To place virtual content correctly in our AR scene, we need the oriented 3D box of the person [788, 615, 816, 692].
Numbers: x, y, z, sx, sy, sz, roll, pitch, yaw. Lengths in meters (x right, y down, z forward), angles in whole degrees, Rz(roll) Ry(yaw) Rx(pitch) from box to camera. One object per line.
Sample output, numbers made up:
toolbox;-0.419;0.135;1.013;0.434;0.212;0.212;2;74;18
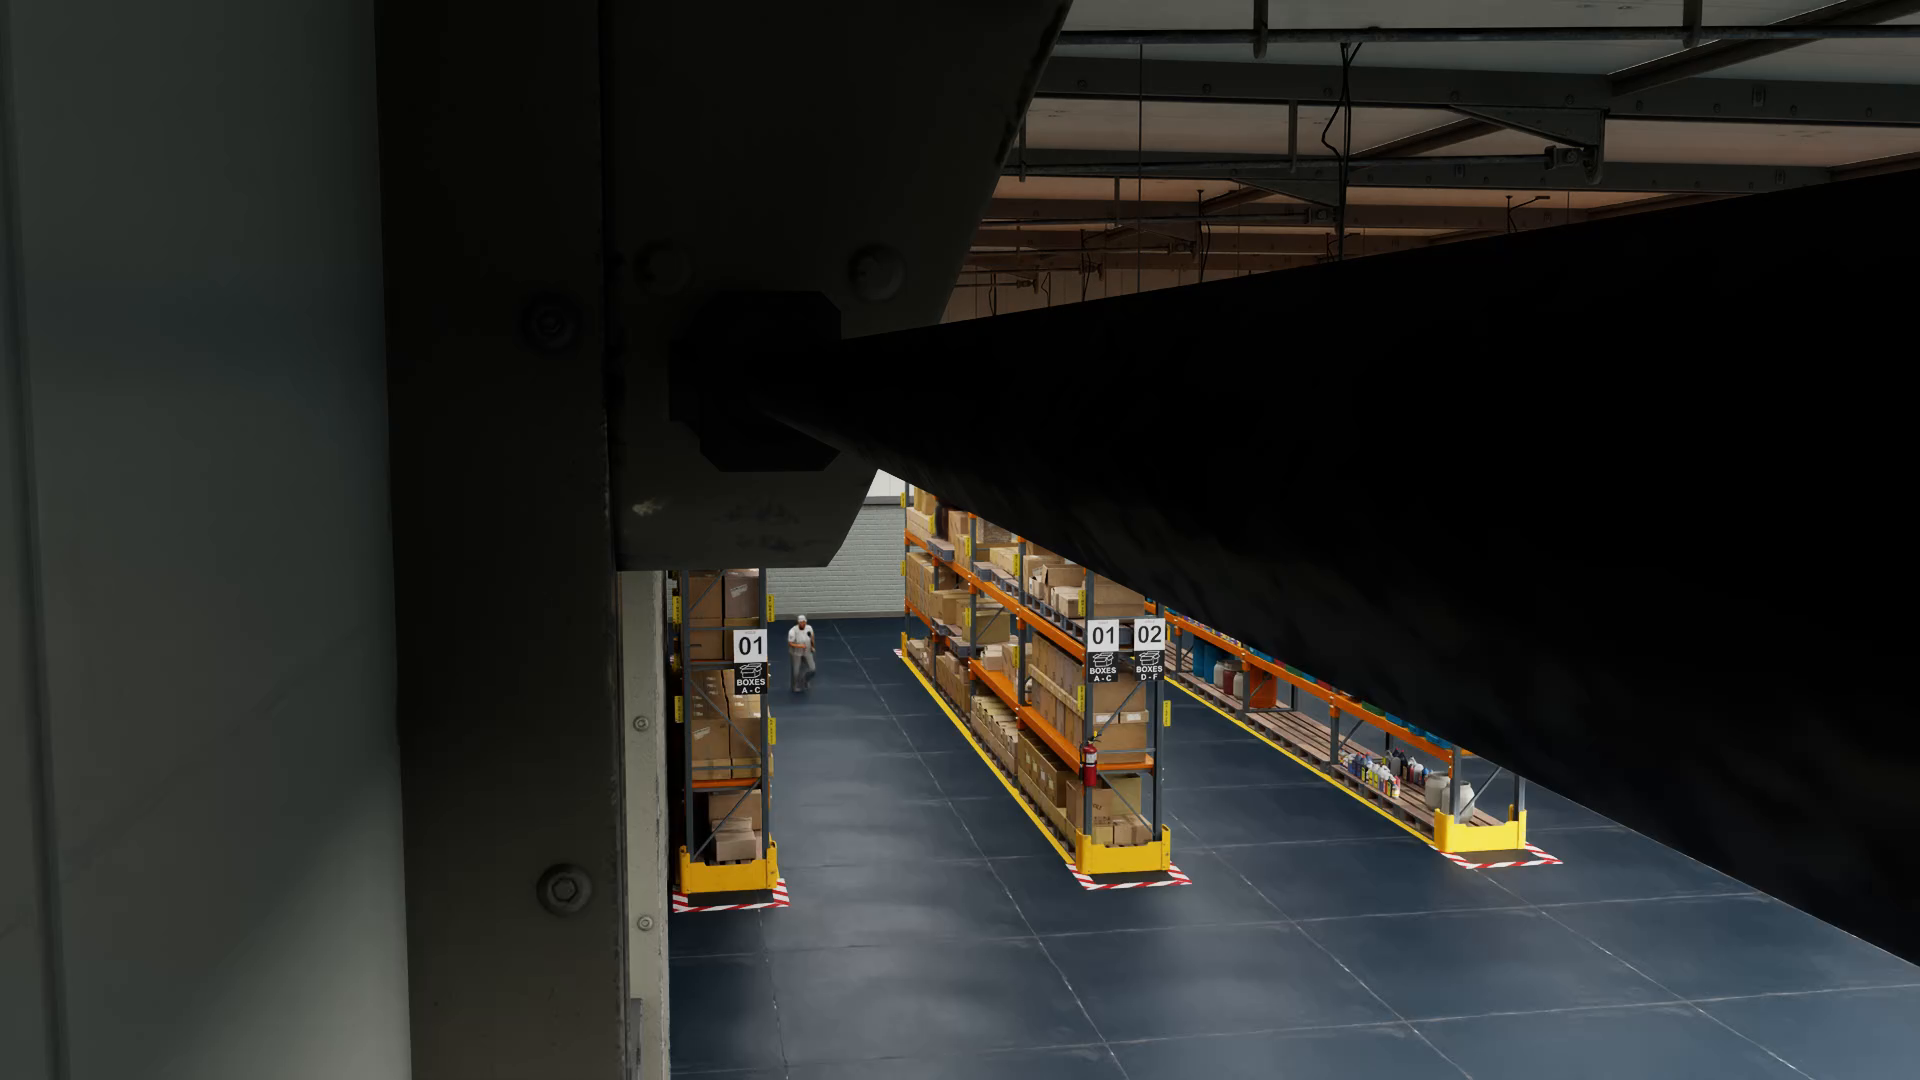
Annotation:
person;-3.072;2.208;32.305;0.610;1.559;0.824;-3;6;-24
